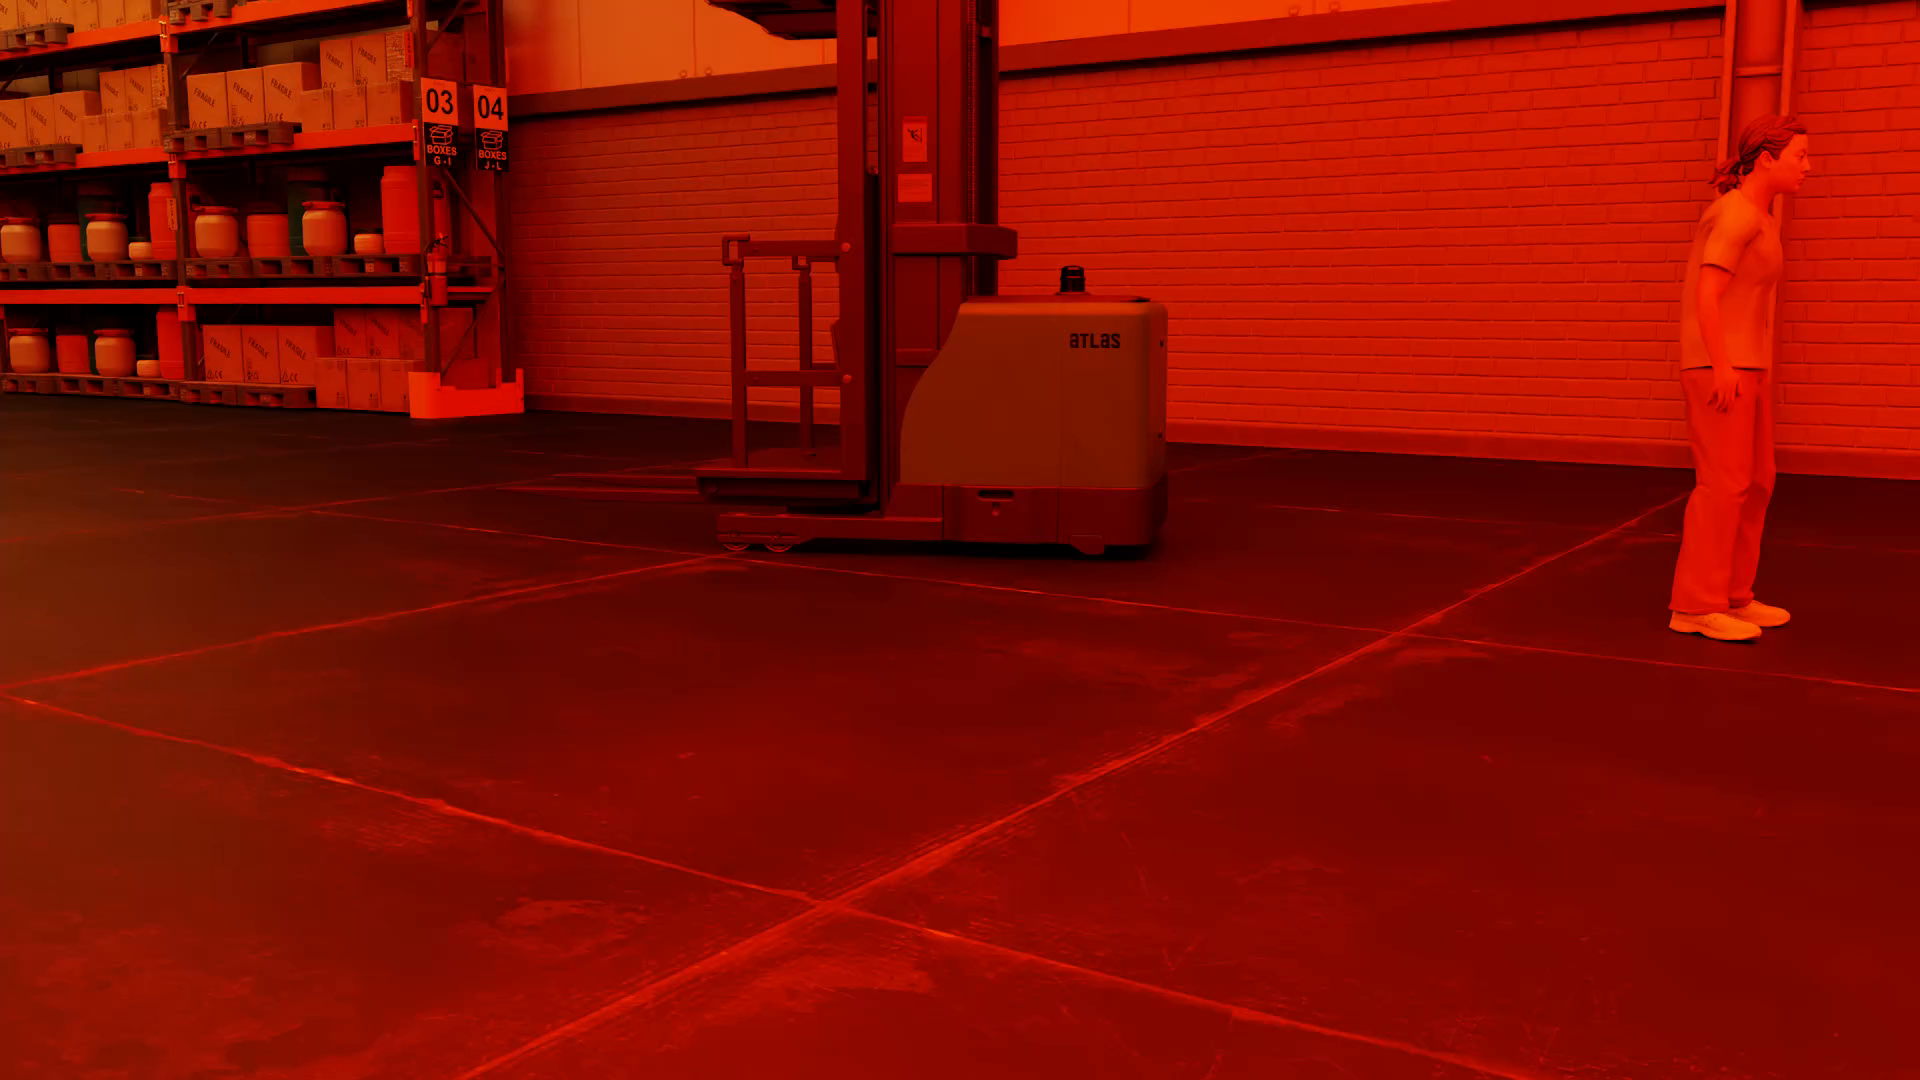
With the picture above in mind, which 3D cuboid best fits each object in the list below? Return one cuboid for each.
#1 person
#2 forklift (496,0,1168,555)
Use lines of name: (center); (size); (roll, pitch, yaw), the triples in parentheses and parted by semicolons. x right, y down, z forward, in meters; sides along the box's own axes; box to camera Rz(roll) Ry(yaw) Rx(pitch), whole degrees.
person: (2.546, -0.535, 5.436); (0.365, 1.671, 0.519); (6, 10, 37)
forklift: (-0.596, -1.469, 7.520); (3.031, 2.935, 1.130); (2, 8, 12)
